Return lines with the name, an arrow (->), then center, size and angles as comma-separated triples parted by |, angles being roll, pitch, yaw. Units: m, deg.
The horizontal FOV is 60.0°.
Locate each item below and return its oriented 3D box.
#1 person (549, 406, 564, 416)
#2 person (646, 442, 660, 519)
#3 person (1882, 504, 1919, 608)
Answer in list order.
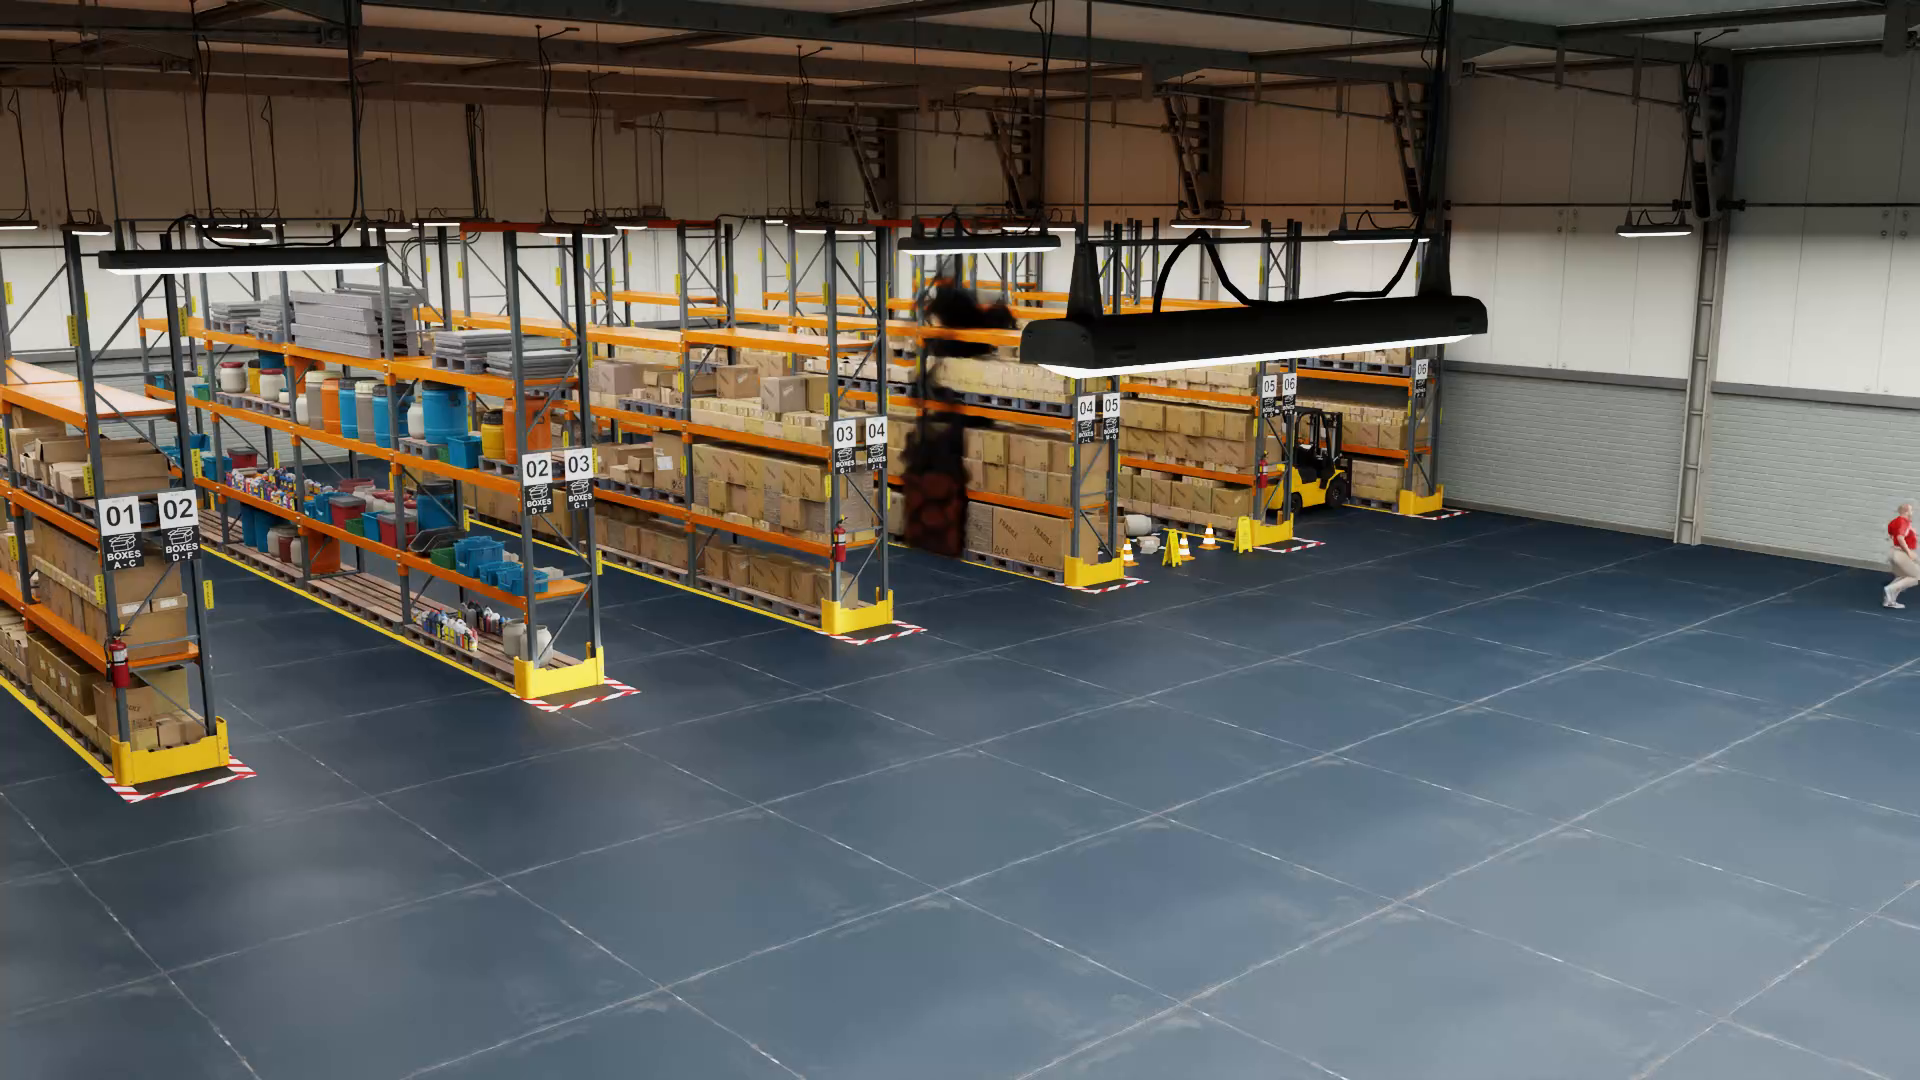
person -> -9.570, -2.340, 38.953 | 0.769, 1.781, 0.927 | 0, 11, 1
person -> -6.129, -1.110, 33.111 | 0.803, 1.687, 0.668 | 11, 16, 44
person -> 14.955, 0.259, 26.336 | 0.591, 1.682, 0.658 | 1, 11, 4
